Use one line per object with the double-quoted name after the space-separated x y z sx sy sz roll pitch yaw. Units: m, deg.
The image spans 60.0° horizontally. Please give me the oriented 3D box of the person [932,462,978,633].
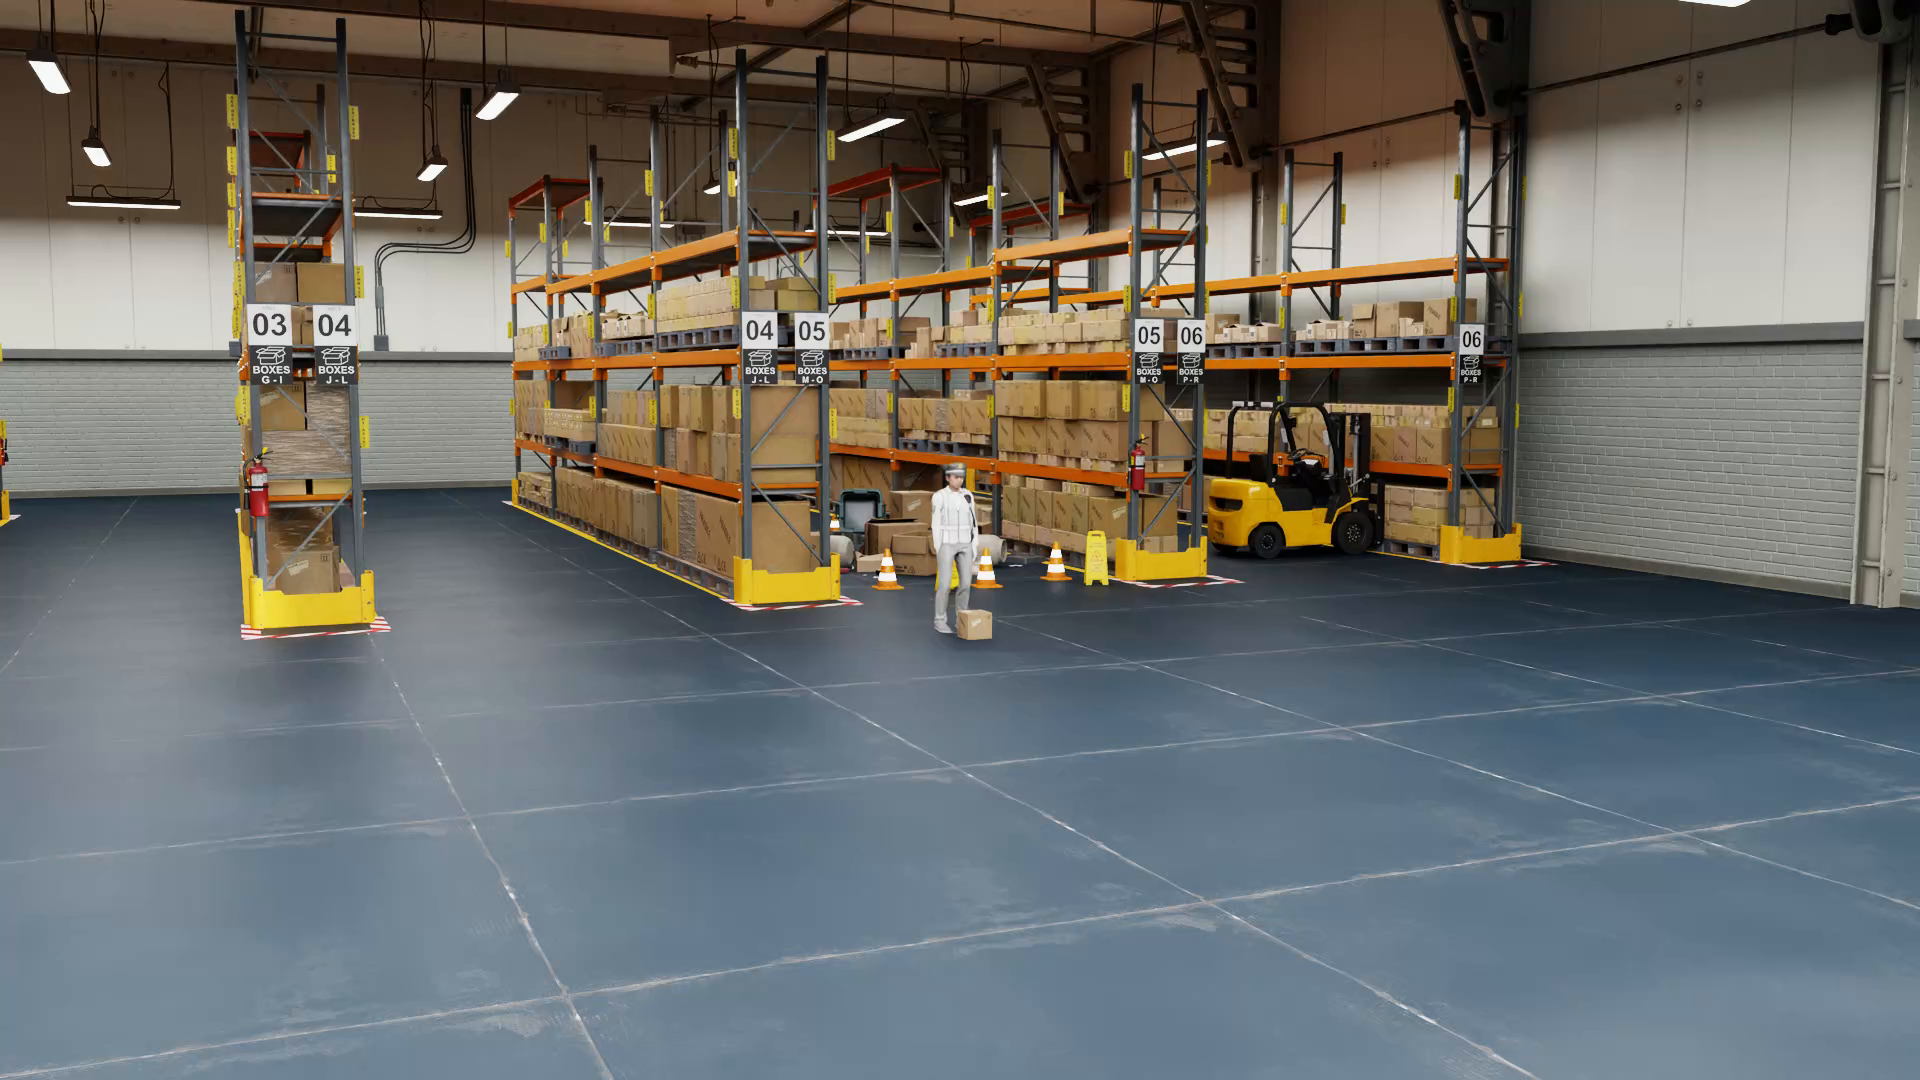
-0.041 0.075 16.288 0.467 1.680 0.329 -2 6 -22 "person"
